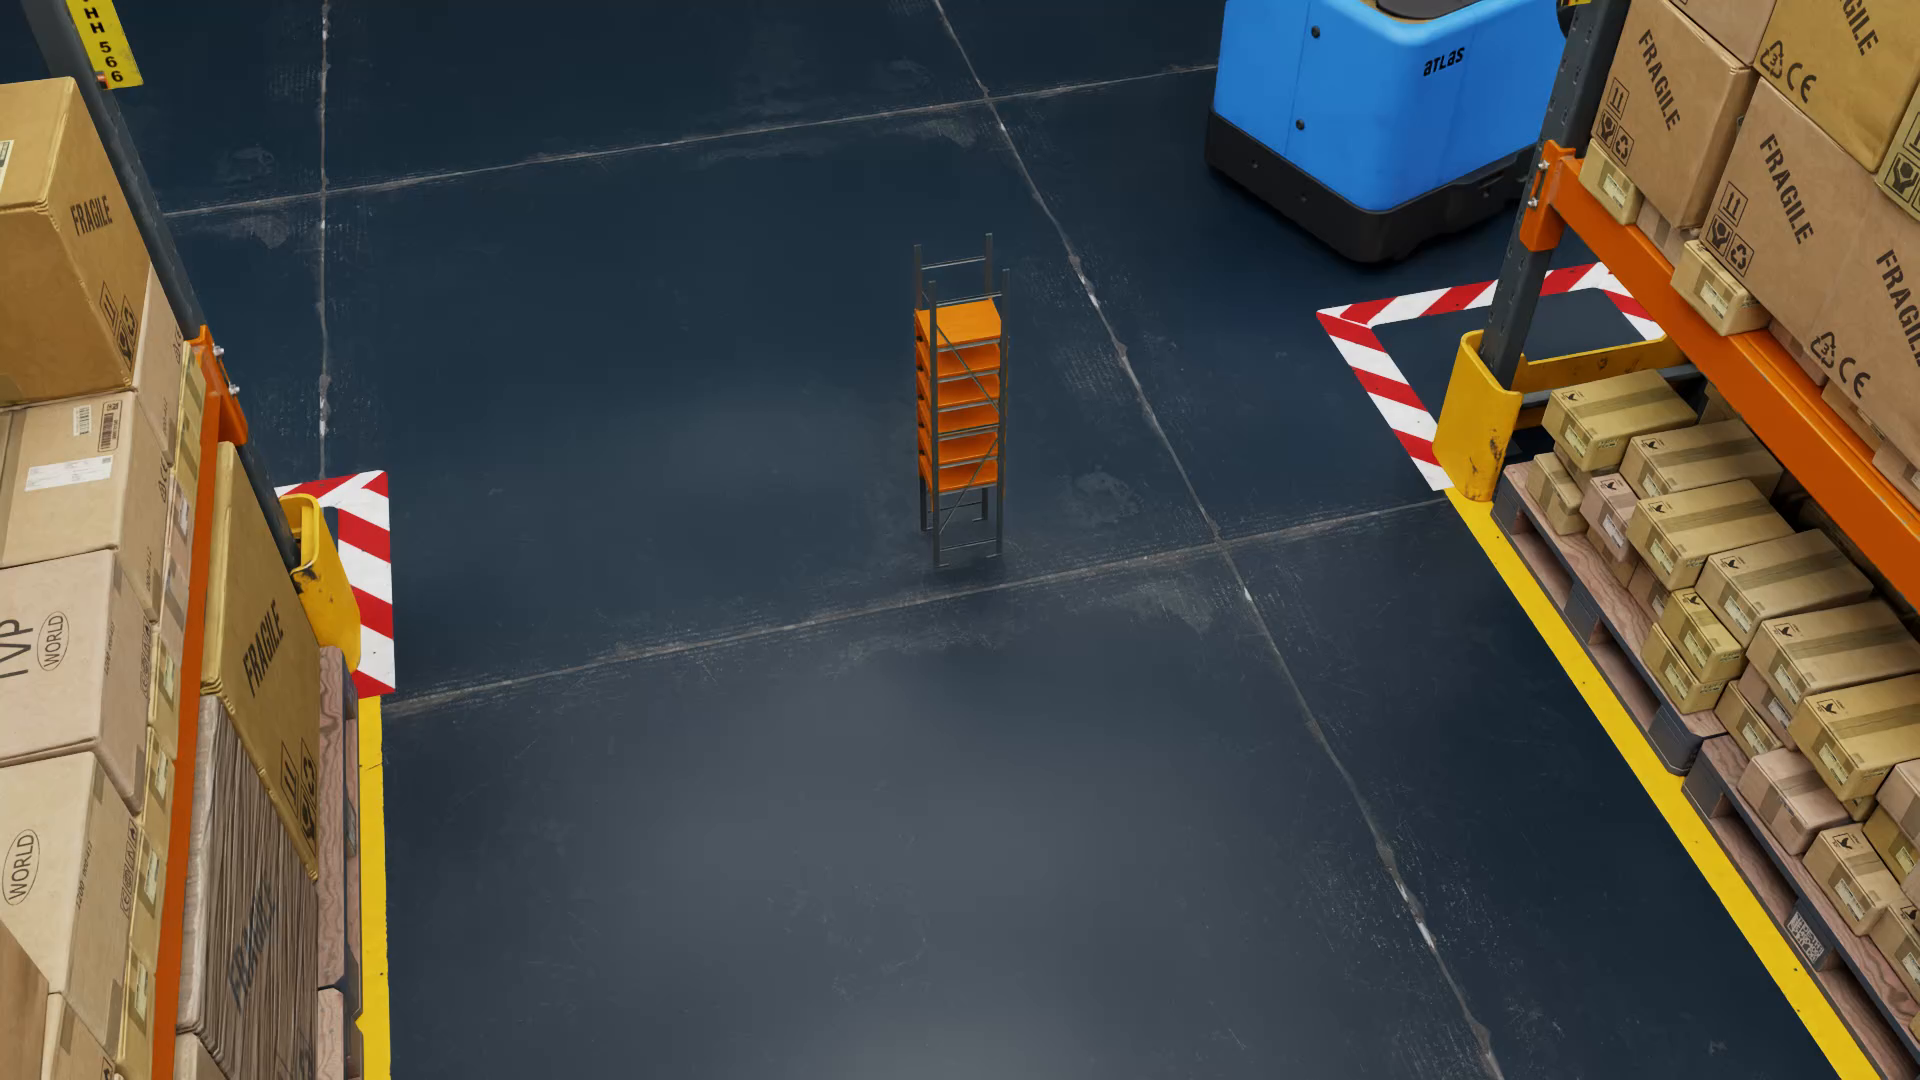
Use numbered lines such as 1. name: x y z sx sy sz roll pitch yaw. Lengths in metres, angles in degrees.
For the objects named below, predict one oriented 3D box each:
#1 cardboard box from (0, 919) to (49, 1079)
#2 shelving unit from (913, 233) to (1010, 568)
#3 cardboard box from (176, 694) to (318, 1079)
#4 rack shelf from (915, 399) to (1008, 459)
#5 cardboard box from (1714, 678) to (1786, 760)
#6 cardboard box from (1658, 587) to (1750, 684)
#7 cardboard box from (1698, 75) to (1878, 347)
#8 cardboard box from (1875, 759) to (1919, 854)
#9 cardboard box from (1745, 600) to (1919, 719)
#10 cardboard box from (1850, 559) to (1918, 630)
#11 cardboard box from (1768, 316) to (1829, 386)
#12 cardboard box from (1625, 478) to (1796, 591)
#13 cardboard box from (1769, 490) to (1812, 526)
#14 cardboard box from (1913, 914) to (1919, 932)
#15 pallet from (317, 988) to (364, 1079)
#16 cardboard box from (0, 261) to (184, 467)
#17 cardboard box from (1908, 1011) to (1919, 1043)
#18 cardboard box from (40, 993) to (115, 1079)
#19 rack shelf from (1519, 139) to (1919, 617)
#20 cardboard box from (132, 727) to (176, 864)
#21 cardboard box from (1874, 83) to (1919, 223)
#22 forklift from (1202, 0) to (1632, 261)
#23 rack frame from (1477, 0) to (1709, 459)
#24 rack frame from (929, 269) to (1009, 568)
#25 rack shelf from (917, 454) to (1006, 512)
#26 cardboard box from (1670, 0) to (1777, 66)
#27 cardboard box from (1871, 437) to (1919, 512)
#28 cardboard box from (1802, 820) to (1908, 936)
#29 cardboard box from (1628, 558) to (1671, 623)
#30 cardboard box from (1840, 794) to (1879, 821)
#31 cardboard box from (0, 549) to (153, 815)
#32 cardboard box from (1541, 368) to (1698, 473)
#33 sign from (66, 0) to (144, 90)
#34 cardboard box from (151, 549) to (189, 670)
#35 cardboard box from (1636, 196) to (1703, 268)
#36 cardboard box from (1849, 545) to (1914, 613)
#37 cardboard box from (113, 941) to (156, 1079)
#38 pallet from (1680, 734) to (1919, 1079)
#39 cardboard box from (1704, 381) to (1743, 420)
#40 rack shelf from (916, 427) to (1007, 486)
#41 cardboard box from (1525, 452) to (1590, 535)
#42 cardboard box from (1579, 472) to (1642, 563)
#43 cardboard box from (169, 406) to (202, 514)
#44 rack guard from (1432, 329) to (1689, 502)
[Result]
1. cardboard box: -1.631 0.757 2.280 0.500 0.500 0.500 -12 47 -12
2. shelving unit: 0.004 -0.410 5.312 0.258 1.200 0.189 -11 47 -10
3. cardboard box: -2.049 1.038 3.826 0.875 0.875 0.875 -11 47 -10
4. rack shelf: 0.004 -0.379 5.343 0.258 0.103 0.180 -11 47 -10
5. cardboard box: 2.456 0.511 4.851 0.380 0.149 0.250 -11 47 -10
6. cardboard box: 2.308 0.254 4.895 0.380 0.149 0.250 -9 46 -9
7. cardboard box: 2.307 -0.865 4.219 0.500 0.500 0.500 -11 47 -10
8. cardboard box: 2.616 0.677 4.272 0.380 0.149 0.250 -11 47 -10
9. cardboard box: 2.436 0.331 4.611 0.380 0.149 0.250 -9 46 -9
10. cardboard box: 2.813 0.171 4.976 0.380 0.149 0.250 -11 47 -11
11. cardboard box: 2.385 -0.562 4.376 0.380 0.149 0.250 -9 46 -8
12. cardboard box: 2.231 -0.019 4.954 0.380 0.149 0.250 -11 47 -10
13. cardboard box: 2.723 -0.202 5.341 0.380 0.149 0.250 -12 47 -11
14. cardboard box: 2.664 0.980 4.183 0.380 0.149 0.250 -13 47 -12
15. pallet: -1.934 1.741 3.896 1.003 0.211 1.213 -11 47 -10
16. cardboard box: -2.142 -0.379 3.918 0.500 0.250 0.500 -11 47 -11
17. cardboard box: 2.627 1.239 4.138 0.380 0.149 0.250 -11 47 -10
18. cardboard box: -1.627 1.023 2.544 0.500 0.250 0.500 -10 46 -9
19. rack shelf: 2.810 0.182 3.975 1.077 0.370 4.000 -11 47 -10
20. cardboard box: -1.784 0.544 3.293 0.380 0.149 0.250 -11 47 -10
21. cardboard box: 2.403 -0.871 3.525 0.500 0.500 0.500 -12 47 -11
22. forklift: 2.583 -2.983 6.621 3.031 2.935 1.130 -25 51 -22
23. rack frame: 2.298 -1.451 5.072 1.000 3.000 0.127 -11 47 -10
24. rack frame: 0.027 -0.347 5.250 0.240 1.200 0.006 -11 47 -10
25. rack shelf: 0.004 -0.211 5.515 0.258 0.103 0.180 -11 47 -10
26. cardboard box: 2.156 -1.582 4.221 0.500 0.500 0.500 -11 47 -11
27. cardboard box: 2.466 -0.195 4.016 0.380 0.149 0.250 -12 47 -11
28. cardboard box: 2.531 0.886 4.484 0.380 0.149 0.250 -11 47 -10
29. cardboard box: 2.339 0.156 5.199 0.380 0.149 0.250 -10 46 -10
30. cardboard box: 2.577 0.599 4.556 0.380 0.149 0.250 -9 46 -8
31. cardboard box: -1.882 0.322 3.231 0.500 0.250 0.500 -12 47 -12
32. cardboard box: 2.103 -0.384 5.312 0.380 0.149 0.250 -13 47 -12
33. sign: -1.995 -1.192 3.841 0.100 0.325 0.005 -11 47 -10
34. cardboard box: -1.919 0.186 3.644 0.380 0.149 0.250 -10 46 -10
35. cardboard box: 2.169 -0.911 4.719 0.380 0.149 0.250 -9 46 -9
36. cardboard box: 2.881 0.041 4.895 0.380 0.149 0.250 -12 47 -12
37. cardboard box: -1.654 0.895 2.949 0.380 0.149 0.250 -12 47 -11
38. pallet: 2.800 0.986 4.636 1.003 0.211 1.213 -11 47 -10
39. cardboard box: 2.678 -0.489 5.415 0.380 0.149 0.250 -10 46 -10
40. rack shelf: 0.004 -0.295 5.429 0.258 0.103 0.180 -11 47 -10
41. cardboard box: 2.122 -0.180 5.528 0.380 0.149 0.250 -10 46 -10
42. cardboard box: 2.199 -0.096 5.238 0.380 0.149 0.250 -11 47 -11
43. cardboard box: -2.045 -0.161 3.984 0.380 0.149 0.250 -10 46 -10
44. rack guard: 2.317 -0.524 5.913 1.175 0.500 0.348 -11 47 -10
